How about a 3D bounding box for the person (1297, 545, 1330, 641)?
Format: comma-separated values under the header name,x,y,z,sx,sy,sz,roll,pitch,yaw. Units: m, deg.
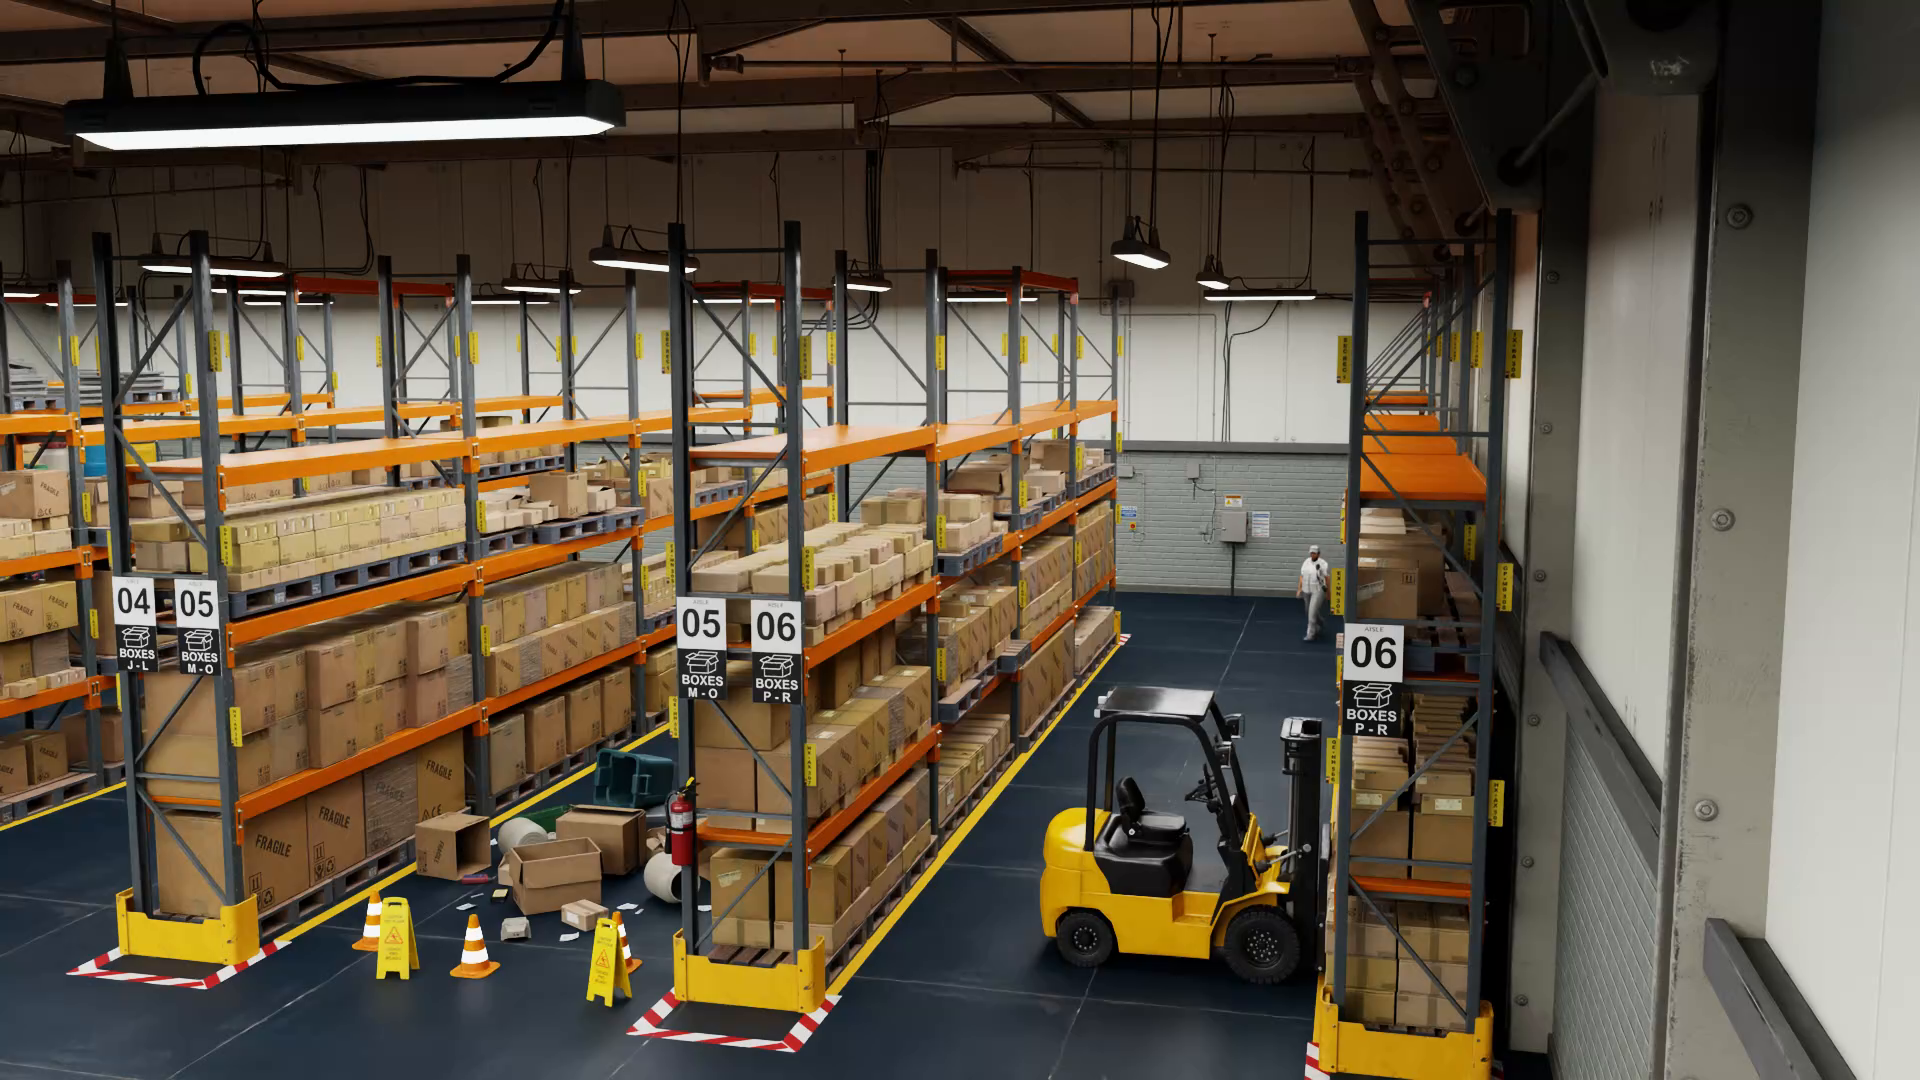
name,x,y,z,sx,sy,sz,roll,pitch,yaw
person,6.099,0.872,28.539,0.491,1.608,1.006,6,9,41
